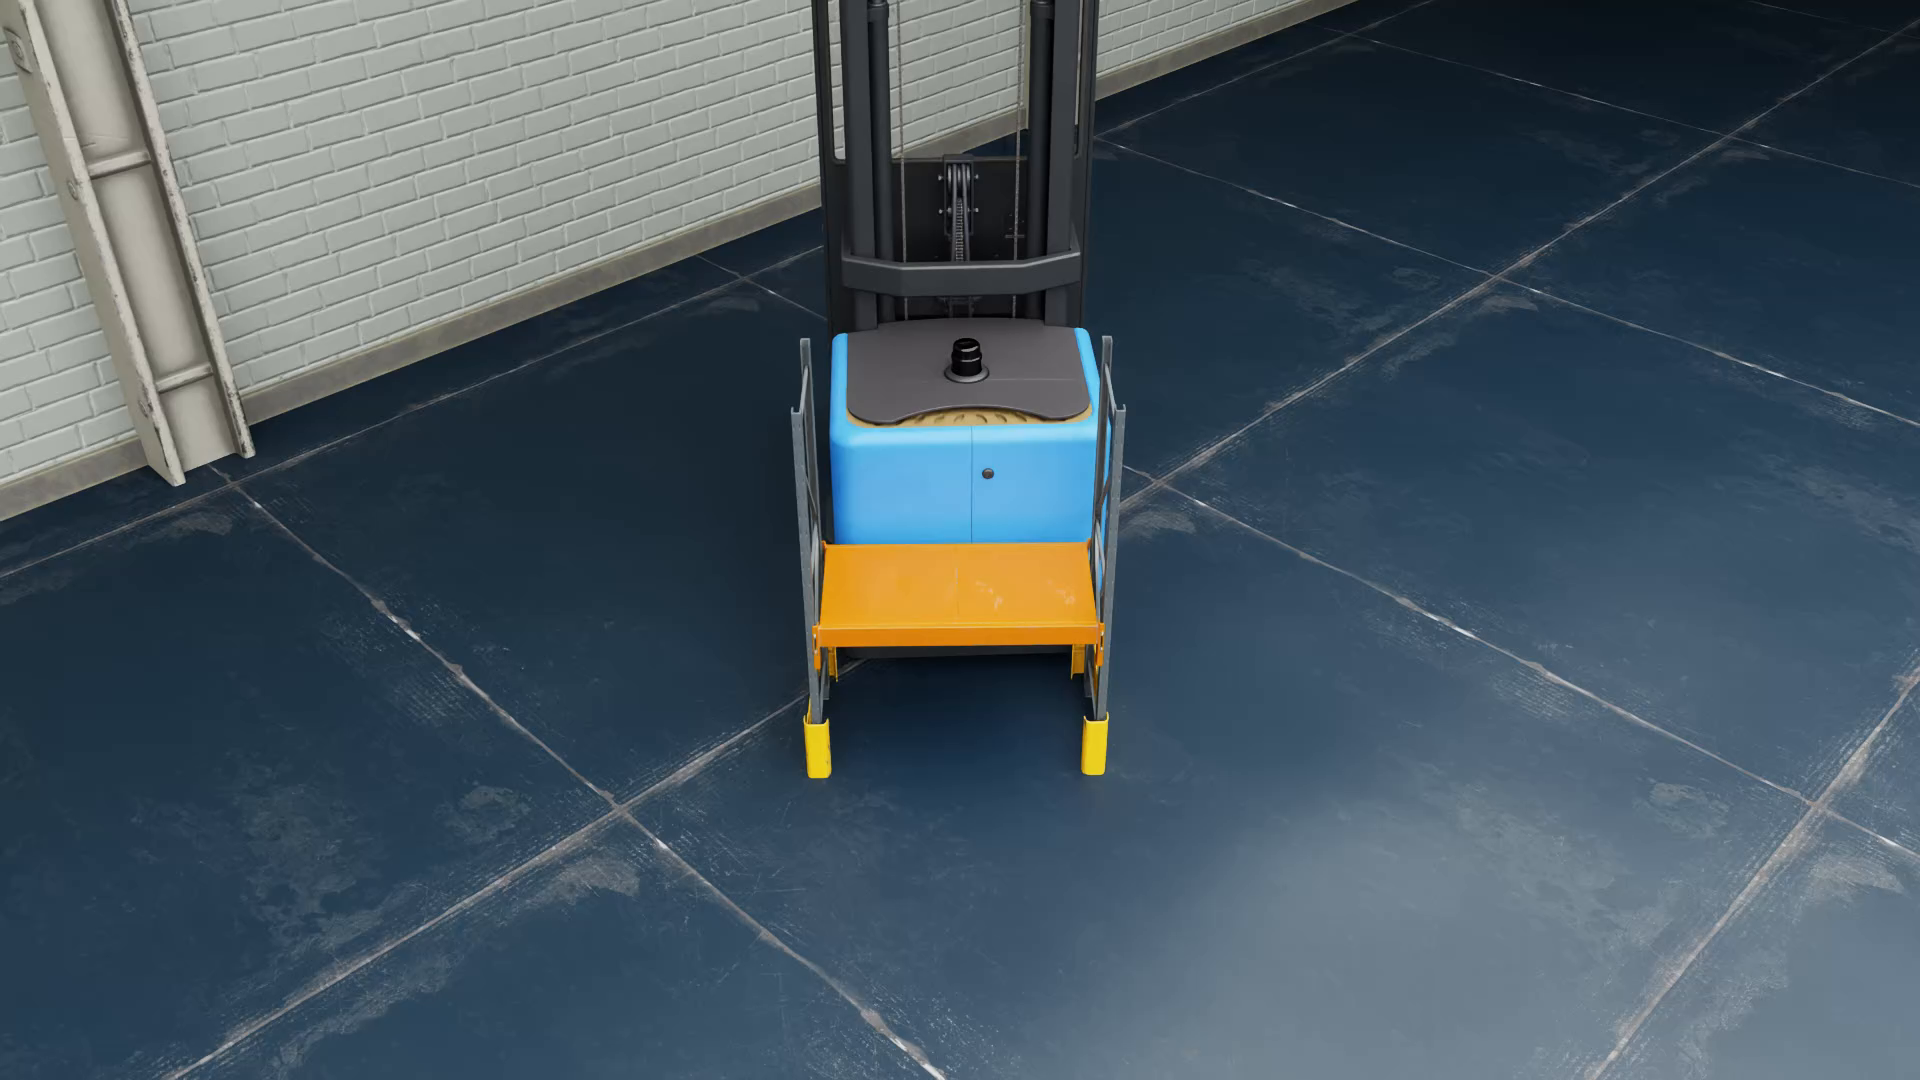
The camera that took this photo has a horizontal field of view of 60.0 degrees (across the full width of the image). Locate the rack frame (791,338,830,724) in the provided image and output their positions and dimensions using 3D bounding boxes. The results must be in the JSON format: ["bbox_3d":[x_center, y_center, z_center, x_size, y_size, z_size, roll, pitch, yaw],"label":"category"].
[{"bbox_3d":[-0.517,0.078,5.827,0.032,1.500,0.500,-1,35,-1],"label":"rack frame"}]

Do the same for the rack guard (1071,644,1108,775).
[{"bbox_3d":[0.480,0.582,6.198,0.087,0.250,0.587,-1,35,-1],"label":"rack guard"}]

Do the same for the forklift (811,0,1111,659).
[{"bbox_3d":[-0.030,-1.558,6.921,1.130,2.935,3.031,-2,35,-2],"label":"forklift"}]

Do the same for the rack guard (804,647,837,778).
[{"bbox_3d":[-0.516,0.591,6.184,0.087,0.250,0.587,-1,35,-1],"label":"rack guard"}]

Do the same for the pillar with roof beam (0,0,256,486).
[{"bbox_3d":[-0.505,-2.341,2.740,9.100,9.000,0.400,30,45,35],"label":"pillar with roof beam"}]

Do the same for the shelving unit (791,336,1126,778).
[{"bbox_3d":[-0.018,0.074,5.833,1.083,1.500,0.587,-1,35,-1],"label":"shelving unit"}]

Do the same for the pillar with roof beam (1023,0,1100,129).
[{"bbox_3d":[3.723,-4.777,6.233,9.100,9.000,0.400,30,45,35],"label":"pillar with roof beam"}]

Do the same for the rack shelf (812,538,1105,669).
[{"bbox_3d":[-0.009,0.221,5.936,1.000,0.185,0.538,-1,35,-1],"label":"rack shelf"}]

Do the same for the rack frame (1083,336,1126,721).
[{"bbox_3d":[0.500,0.069,5.840,0.032,1.500,0.500,-1,35,-1],"label":"rack frame"}]
